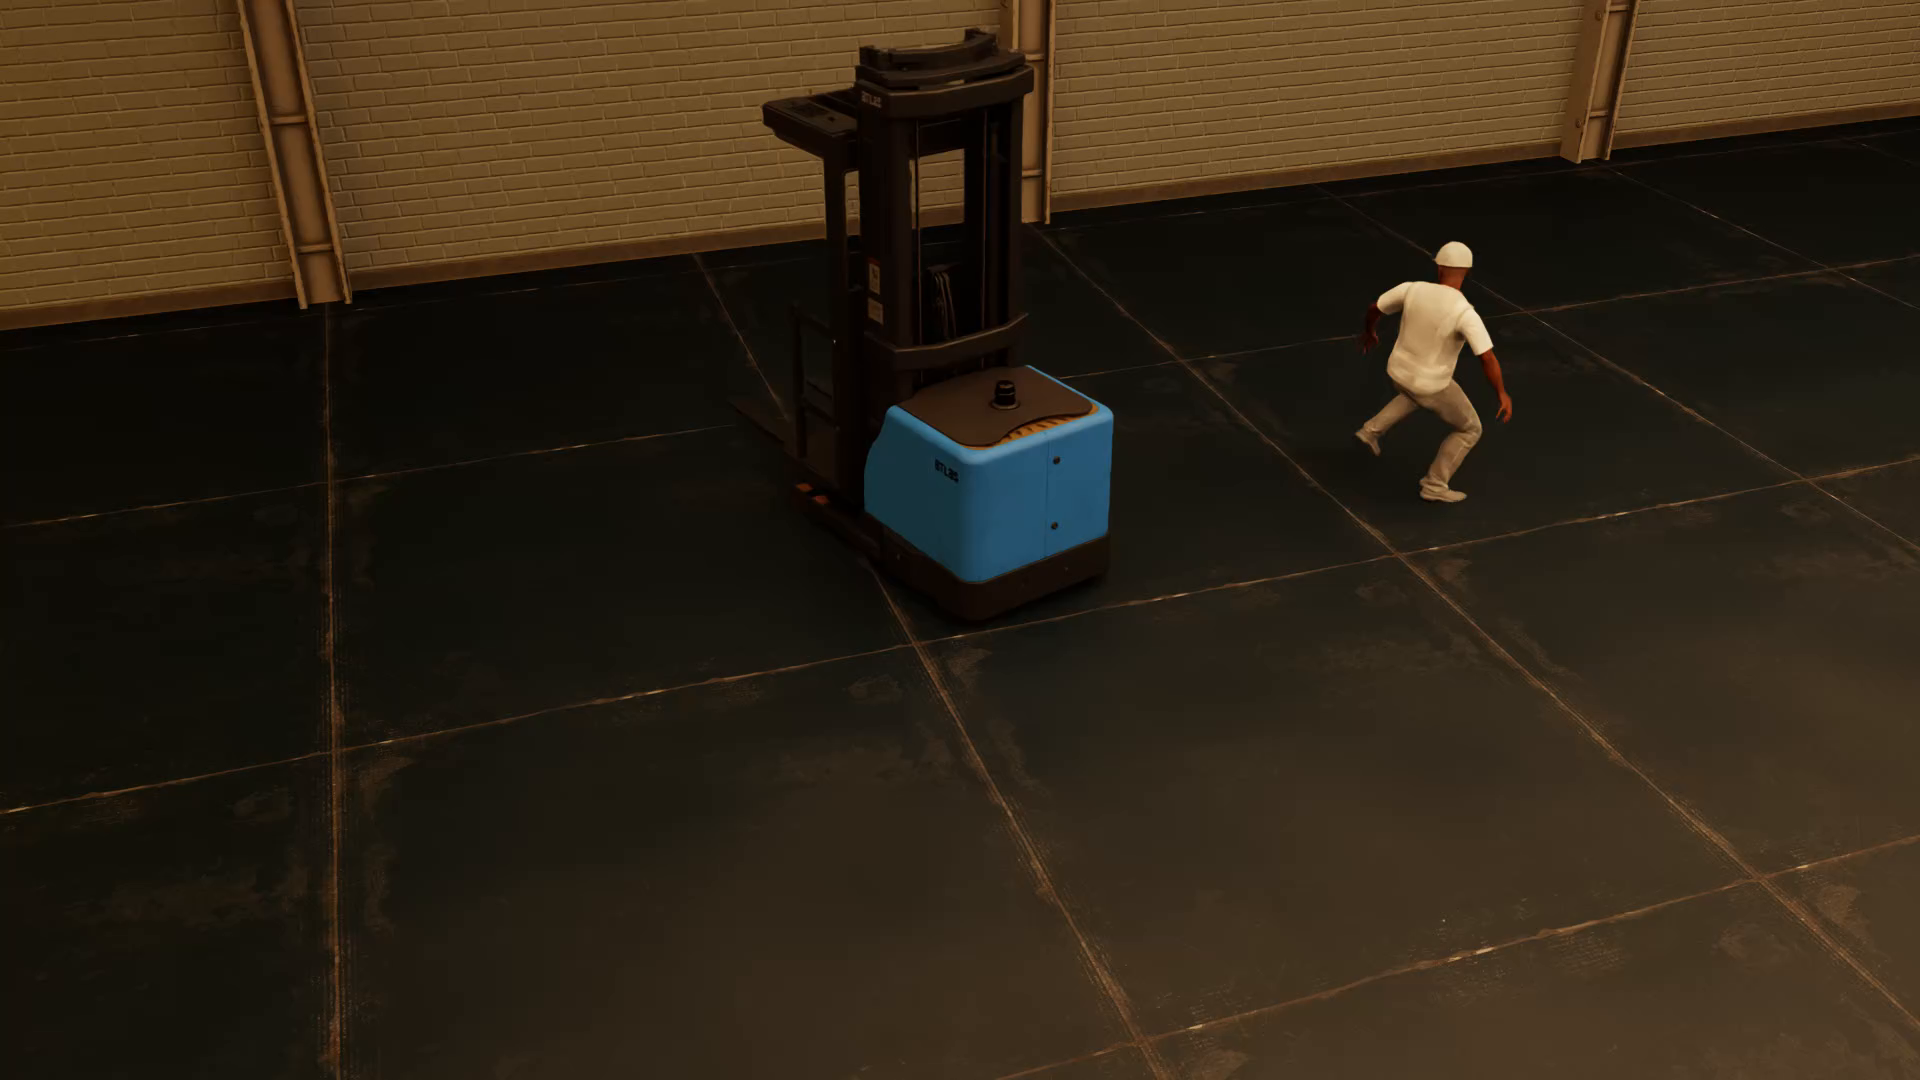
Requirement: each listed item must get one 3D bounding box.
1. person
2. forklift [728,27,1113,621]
[{"bbox_3d":[2.915,-1.044,10.235,0.524,1.647,1.039,-15,33,-24],"label":"person"},{"bbox_3d":[-0.409,-1.508,9.708,1.130,2.935,3.031,-20,35,-31],"label":"forklift"}]
